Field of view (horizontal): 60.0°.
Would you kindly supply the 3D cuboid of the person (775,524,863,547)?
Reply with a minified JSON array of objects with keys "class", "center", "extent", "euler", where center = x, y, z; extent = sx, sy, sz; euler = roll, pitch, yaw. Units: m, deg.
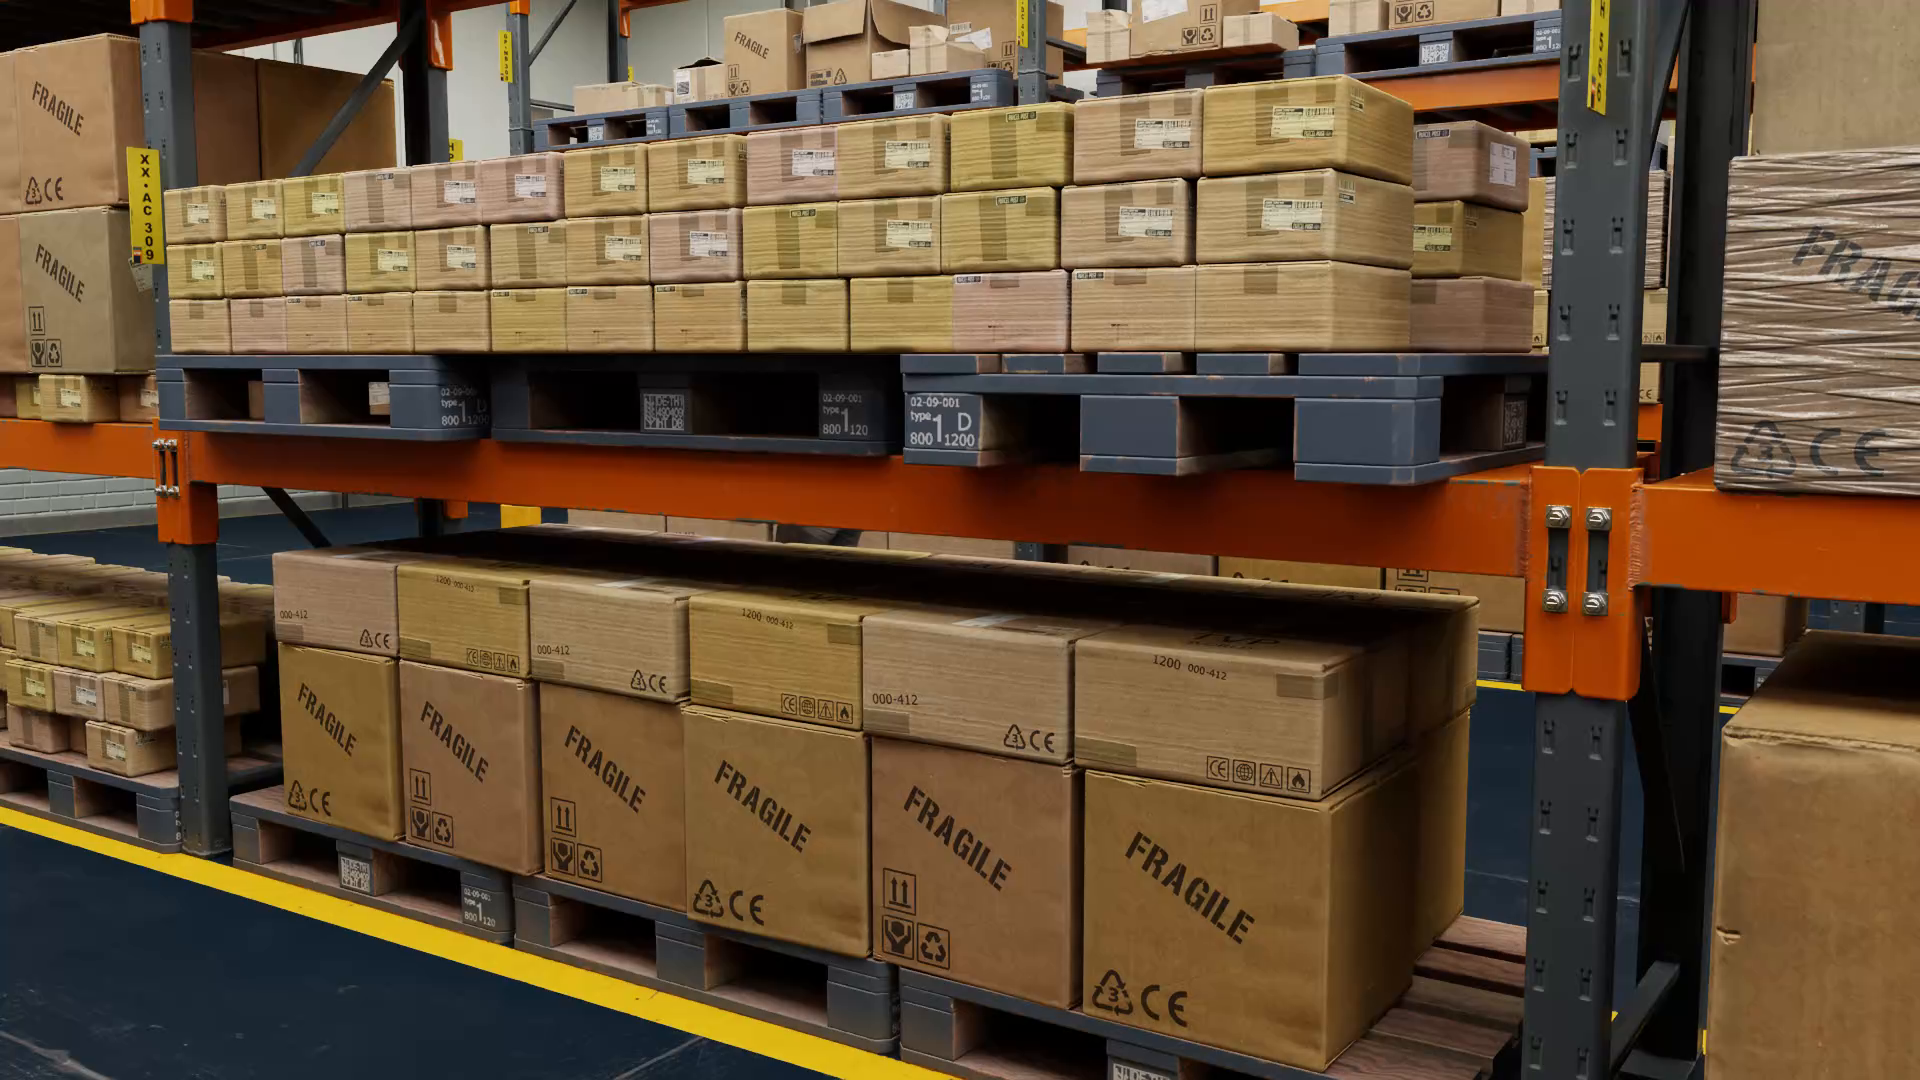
[{"class":"person","center":[-0.681,-0.160,7.143],"extent":[0.562,1.770,0.493],"euler":[4,7,32]}]
